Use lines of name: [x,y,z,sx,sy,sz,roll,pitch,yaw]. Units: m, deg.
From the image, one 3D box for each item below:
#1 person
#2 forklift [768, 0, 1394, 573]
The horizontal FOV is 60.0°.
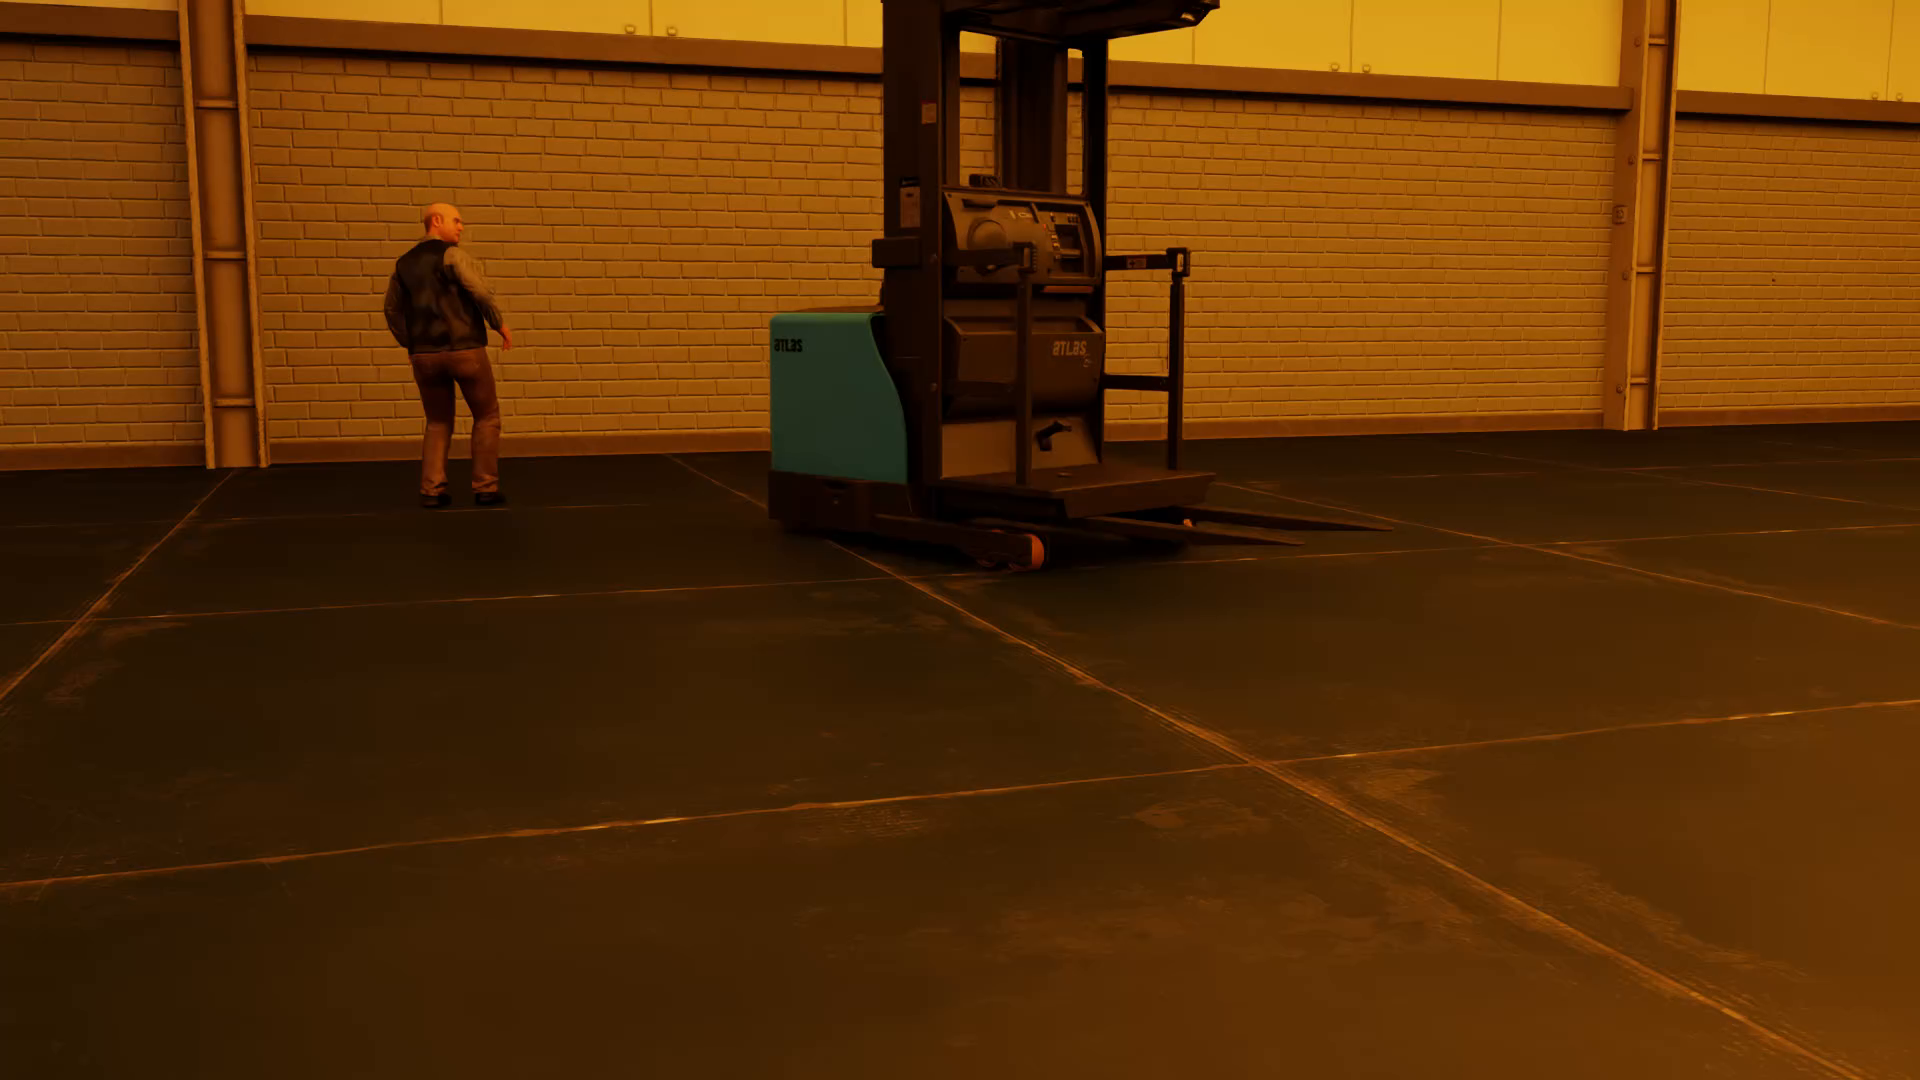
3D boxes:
person: [-2.864,-1.032,9.311,0.731,1.687,0.516,2,8,15]
forklift: [0.438,-1.394,7.296,1.130,2.935,3.031,-7,11,-43]
